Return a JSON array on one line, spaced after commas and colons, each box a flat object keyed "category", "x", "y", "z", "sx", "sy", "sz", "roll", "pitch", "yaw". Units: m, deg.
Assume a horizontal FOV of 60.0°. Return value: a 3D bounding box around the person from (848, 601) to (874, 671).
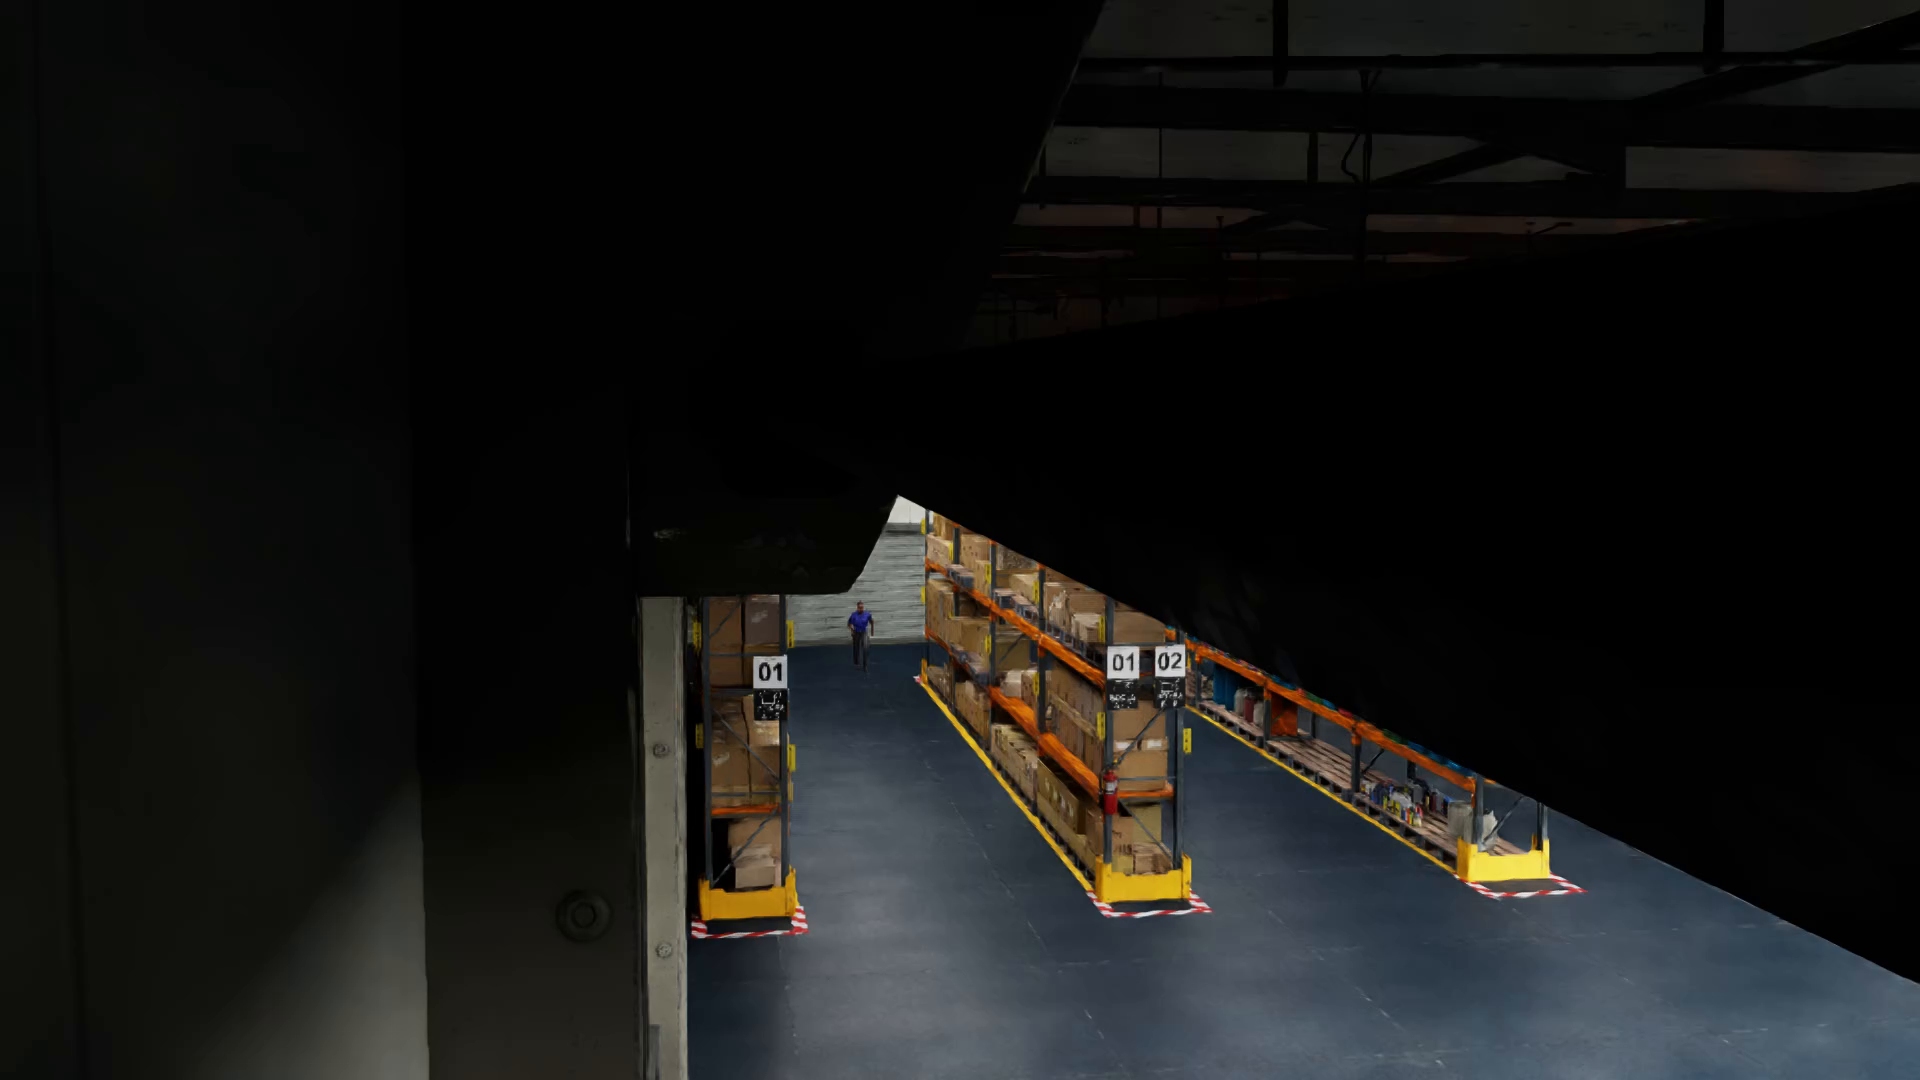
[{"category": "person", "x": -2.283, "y": 2.181, "z": 38.188, "sx": 0.603, "sy": 1.590, "sz": 0.831, "roll": 0, "pitch": 5, "yaw": -4}]
